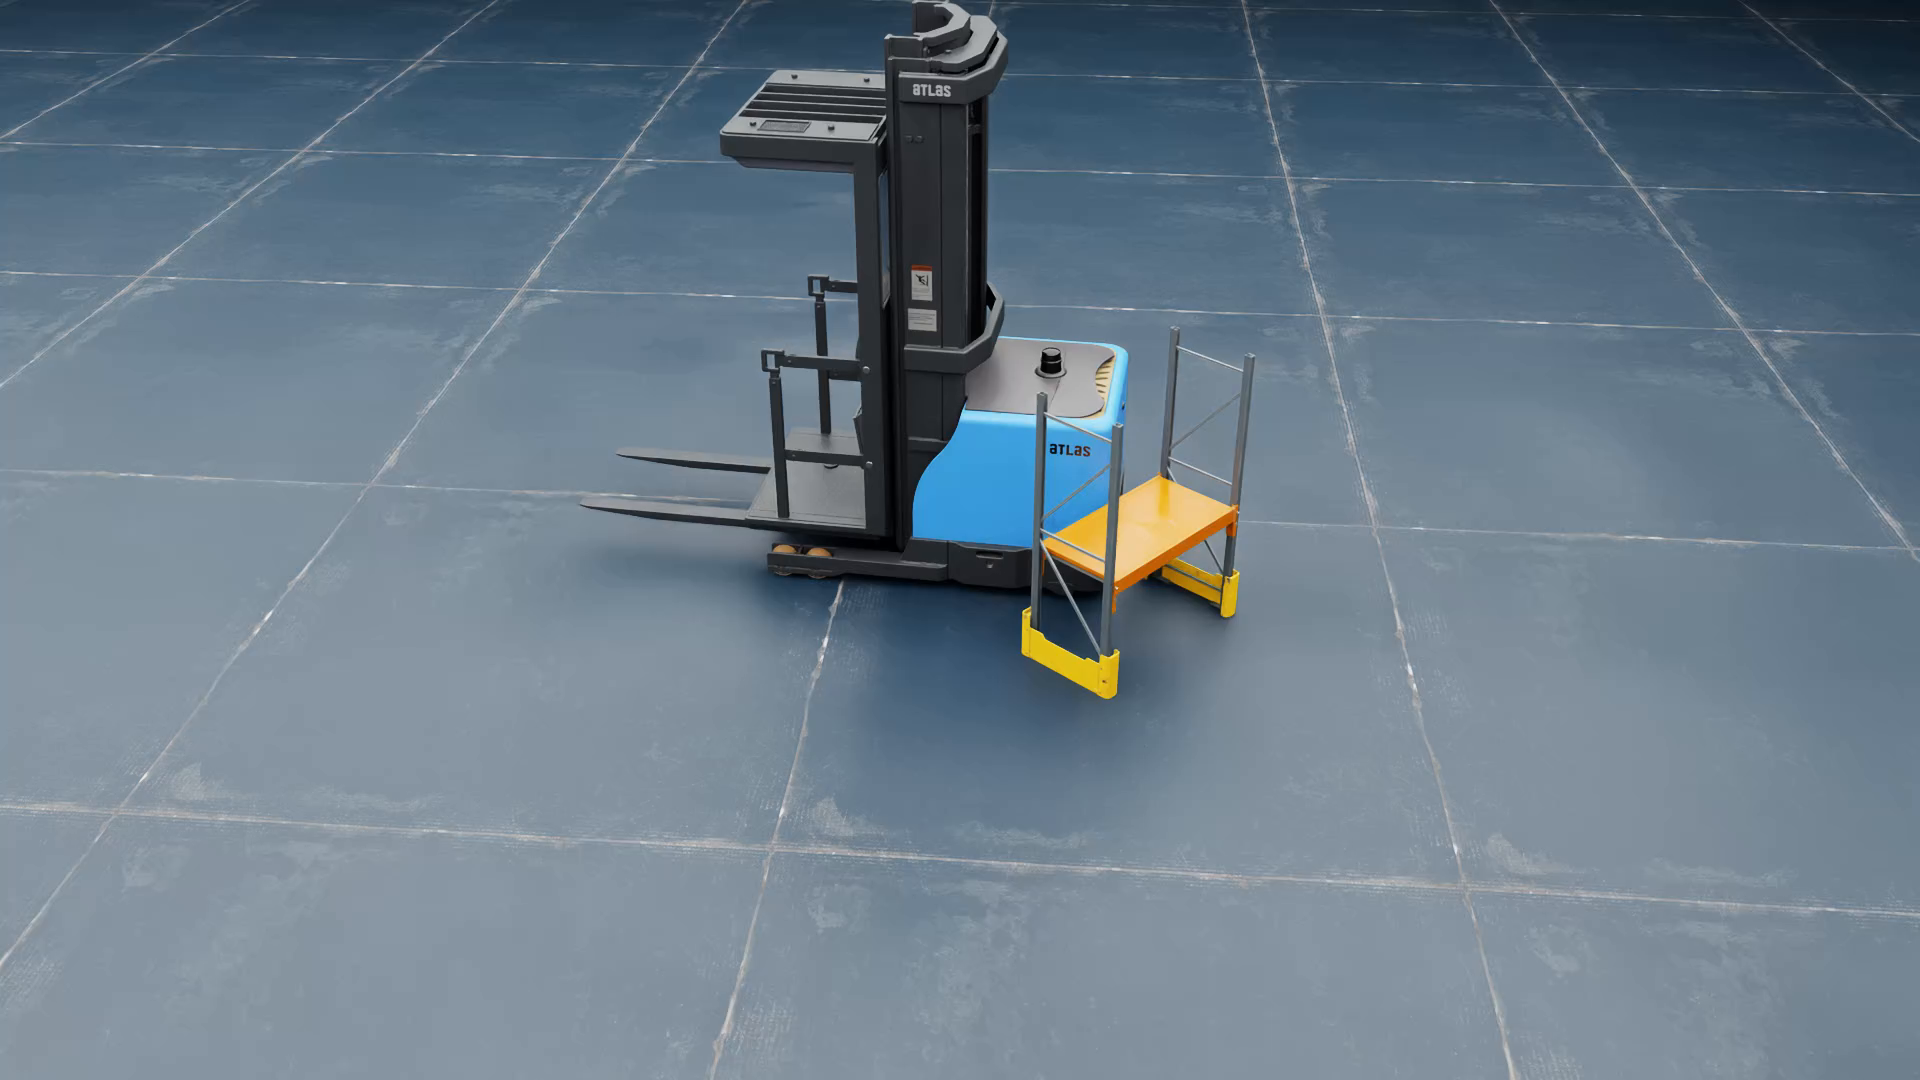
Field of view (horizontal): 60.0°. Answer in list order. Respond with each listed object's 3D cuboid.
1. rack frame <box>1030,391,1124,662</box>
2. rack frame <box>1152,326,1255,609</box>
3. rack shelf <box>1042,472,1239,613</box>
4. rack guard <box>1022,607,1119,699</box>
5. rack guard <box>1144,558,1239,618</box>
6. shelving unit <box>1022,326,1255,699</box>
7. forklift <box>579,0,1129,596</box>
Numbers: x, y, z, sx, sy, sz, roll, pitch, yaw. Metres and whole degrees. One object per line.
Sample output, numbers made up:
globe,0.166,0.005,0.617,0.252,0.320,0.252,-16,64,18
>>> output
rack frame,0.549,0.034,8.045,0.500,1.500,0.032,27,41,36
rack frame,1.255,-0.350,8.668,0.500,1.500,0.032,27,41,36
rack shelf,0.902,-0.005,8.451,0.538,0.185,1.000,27,41,36
rack guard,0.550,0.565,8.374,0.587,0.250,0.087,27,41,36
rack guard,1.241,0.189,8.985,0.587,0.250,0.087,27,41,36
shelving unit,0.896,-0.155,8.351,0.587,1.500,1.083,27,41,36
forklift,-0.616,-1.302,8.849,3.031,2.935,1.130,5,32,8
